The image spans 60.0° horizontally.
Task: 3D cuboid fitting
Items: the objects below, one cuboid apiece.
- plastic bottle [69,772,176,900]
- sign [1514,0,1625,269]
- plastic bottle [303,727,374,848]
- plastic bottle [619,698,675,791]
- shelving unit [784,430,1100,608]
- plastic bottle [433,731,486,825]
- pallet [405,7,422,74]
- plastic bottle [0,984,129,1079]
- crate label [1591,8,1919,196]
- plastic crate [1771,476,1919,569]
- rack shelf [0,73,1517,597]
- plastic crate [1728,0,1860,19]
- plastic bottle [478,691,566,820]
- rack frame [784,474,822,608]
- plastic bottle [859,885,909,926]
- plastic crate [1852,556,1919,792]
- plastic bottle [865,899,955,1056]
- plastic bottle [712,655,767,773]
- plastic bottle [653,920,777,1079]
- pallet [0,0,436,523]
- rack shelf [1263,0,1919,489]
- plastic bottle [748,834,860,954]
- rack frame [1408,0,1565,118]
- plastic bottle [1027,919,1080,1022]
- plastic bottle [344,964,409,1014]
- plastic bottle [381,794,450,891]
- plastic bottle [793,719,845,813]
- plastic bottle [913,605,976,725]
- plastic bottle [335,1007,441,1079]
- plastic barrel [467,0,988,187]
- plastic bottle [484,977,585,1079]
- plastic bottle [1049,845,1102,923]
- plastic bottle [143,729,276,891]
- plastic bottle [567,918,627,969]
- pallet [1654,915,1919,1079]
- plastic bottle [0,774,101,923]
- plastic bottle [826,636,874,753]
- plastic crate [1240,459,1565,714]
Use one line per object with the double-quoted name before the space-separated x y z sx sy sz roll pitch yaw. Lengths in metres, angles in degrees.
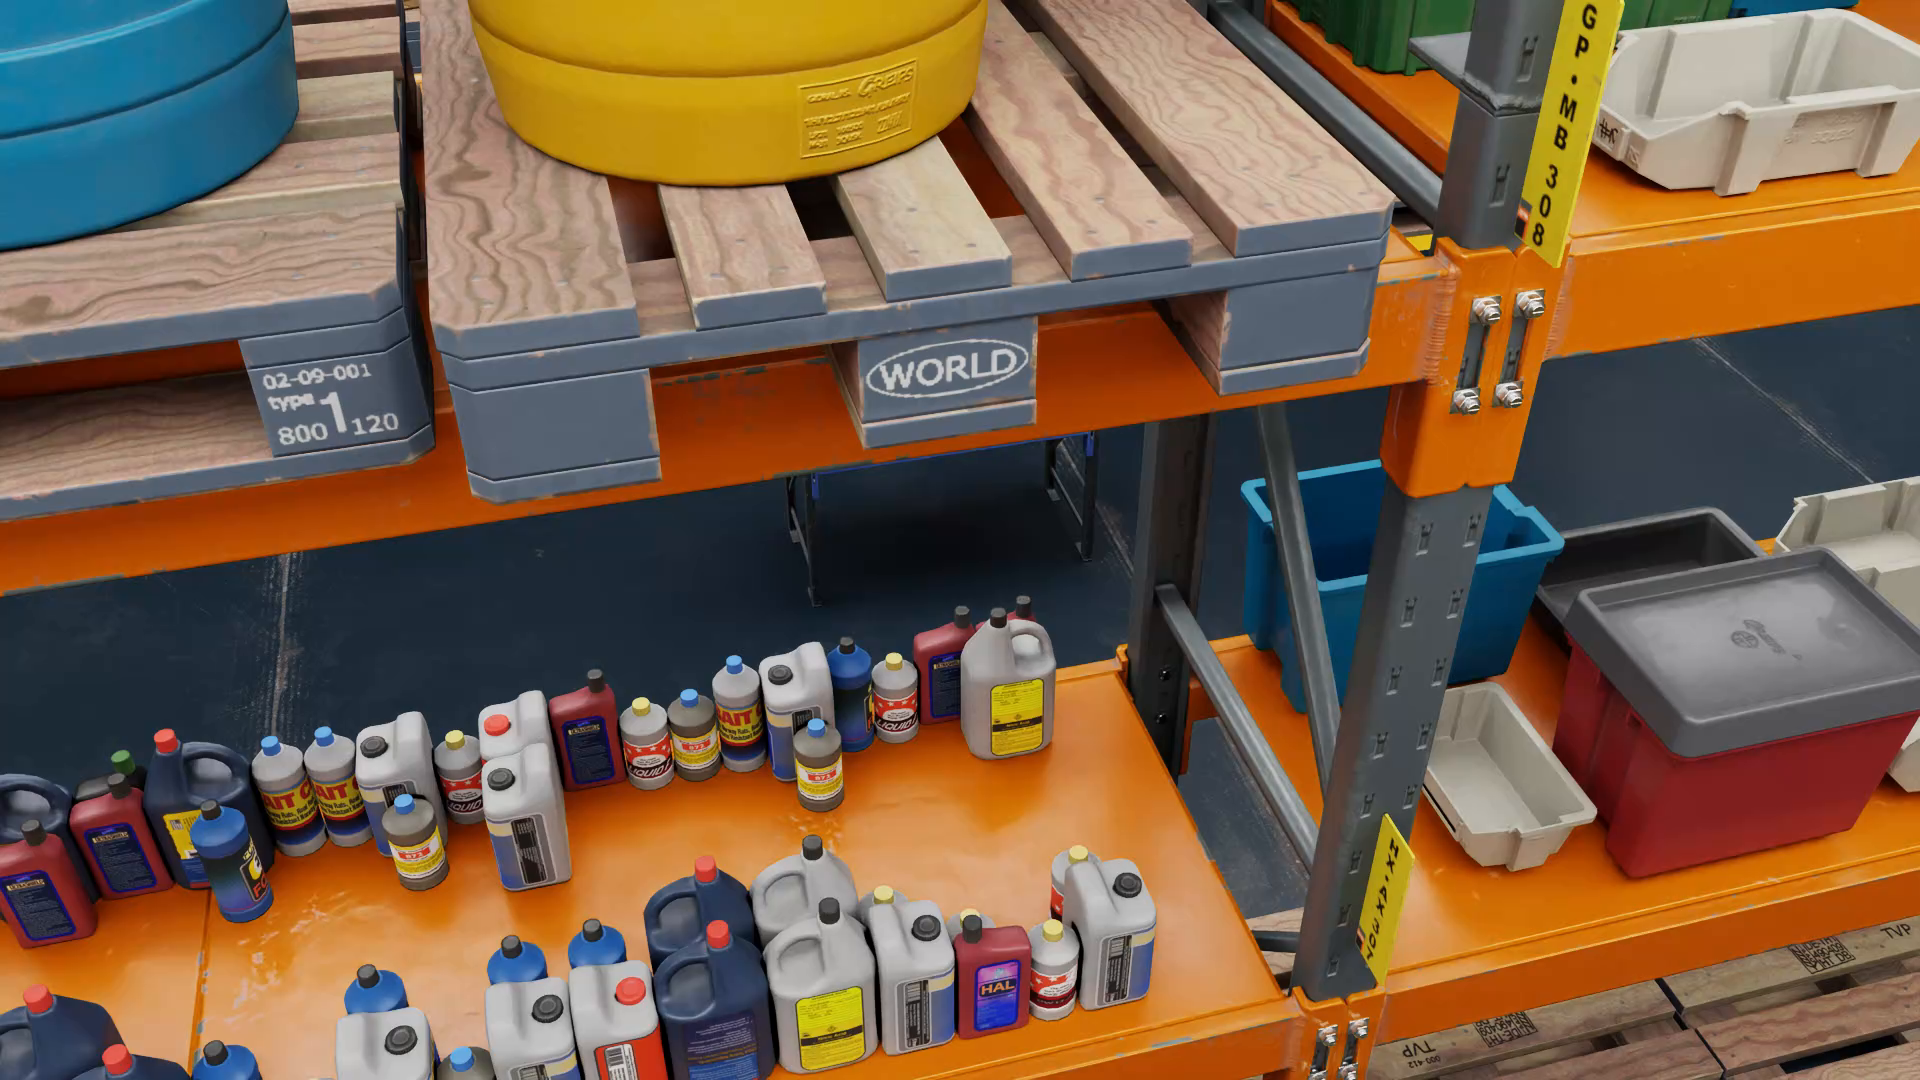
"plastic bottle" -1.592 0.559 3.147 0.133 0.283 0.061 -9 38 -12
"sign" 0.705 -0.483 1.937 0.005 0.325 0.100 -9 38 -12
"plastic bottle" -1.220 0.476 3.265 0.097 0.271 0.097 0 37 0
"plastic bottle" -0.643 0.409 3.410 0.097 0.201 0.097 0 37 0
"shelving unit" -0.082 -0.582 5.777 1.048 1.500 0.538 -9 38 -12
"plastic bottle" -0.996 0.467 3.335 0.097 0.201 0.097 0 37 0
"pallet" -2.710 -2.118 6.708 1.213 0.211 1.003 -9 38 -12
"plastic bottle" -1.472 0.853 2.707 0.185 0.351 0.144 -9 38 -12
"crate label" 1.111 -0.606 2.321 0.466 0.136 0.293 -9 38 -12
"plastic crate" 2.166 0.018 3.926 0.466 0.136 0.293 -9 38 -12
"rack shelf" -1.367 -0.200 2.166 4.000 0.370 1.077 -9 38 -12
"plastic crate" 1.359 -1.068 2.846 0.300 0.233 0.416 -9 38 -12
"plastic bottle" -0.877 0.435 3.315 0.135 0.276 0.152 -9 38 -12
"rack frame" -0.573 -0.502 5.671 0.032 1.500 0.500 -9 38 -12
"plastic bottle" -0.136 0.707 3.020 0.097 0.201 0.097 0 37 0
"plastic crate" 2.086 0.278 3.466 0.530 0.282 0.437 -9 38 -12
"plastic bottle" -0.086 0.748 2.905 0.135 0.276 0.152 -9 38 -12
"plastic bottle" -0.455 0.350 3.429 0.097 0.271 0.097 0 37 0
"plastic bottle" -0.417 0.775 2.808 0.185 0.351 0.144 -9 38 -12
"pallet" -1.262 -0.365 1.944 1.213 0.211 1.003 -9 38 -12
"rack shelf" 2.494 -0.834 2.994 4.000 0.370 1.077 -9 38 -12
"plastic bottle" -0.276 0.661 2.957 0.185 0.351 0.144 -9 38 -12
"rack frame" 0.563 -1.994 1.450 0.127 3.000 1.000 -9 38 -12
"plastic bottle" 0.162 0.754 2.959 0.097 0.201 0.097 0 37 0
"plastic bottle" -0.977 0.818 2.818 0.097 0.271 0.097 0 37 0
"plastic bottle" -1.050 0.571 3.198 0.097 0.201 0.097 0 37 0
"plastic bottle" -0.286 0.446 3.362 0.097 0.201 0.097 0 37 0
"plastic bottle" -0.031 0.264 3.532 0.133 0.283 0.061 -9 38 -12
"plastic bottle" -0.926 0.886 2.725 0.135 0.276 0.152 -9 38 -12
"plastic barrel" -0.265 -0.780 1.832 0.600 0.588 0.600 0 37 0
"plastic bottle" -0.702 0.849 2.773 0.135 0.276 0.152 -9 38 -12
"plastic bottle" 0.217 0.650 3.096 0.097 0.201 0.097 0 37 0
"plastic bottle" -1.444 0.496 3.174 0.185 0.351 0.144 -9 38 -12
"plastic bottle" -0.623 0.760 2.894 0.097 0.271 0.097 0 37 0
"pallet" 2.443 1.162 4.558 1.213 0.211 1.003 -9 38 -12
"plastic bottle" -1.751 0.546 3.108 0.185 0.351 0.144 -9 38 -12
"plastic bottle" -0.231 0.313 3.477 0.097 0.271 0.097 0 37 0
"plastic crate" 0.925 0.097 3.618 0.575 0.384 0.392 -9 38 -12
